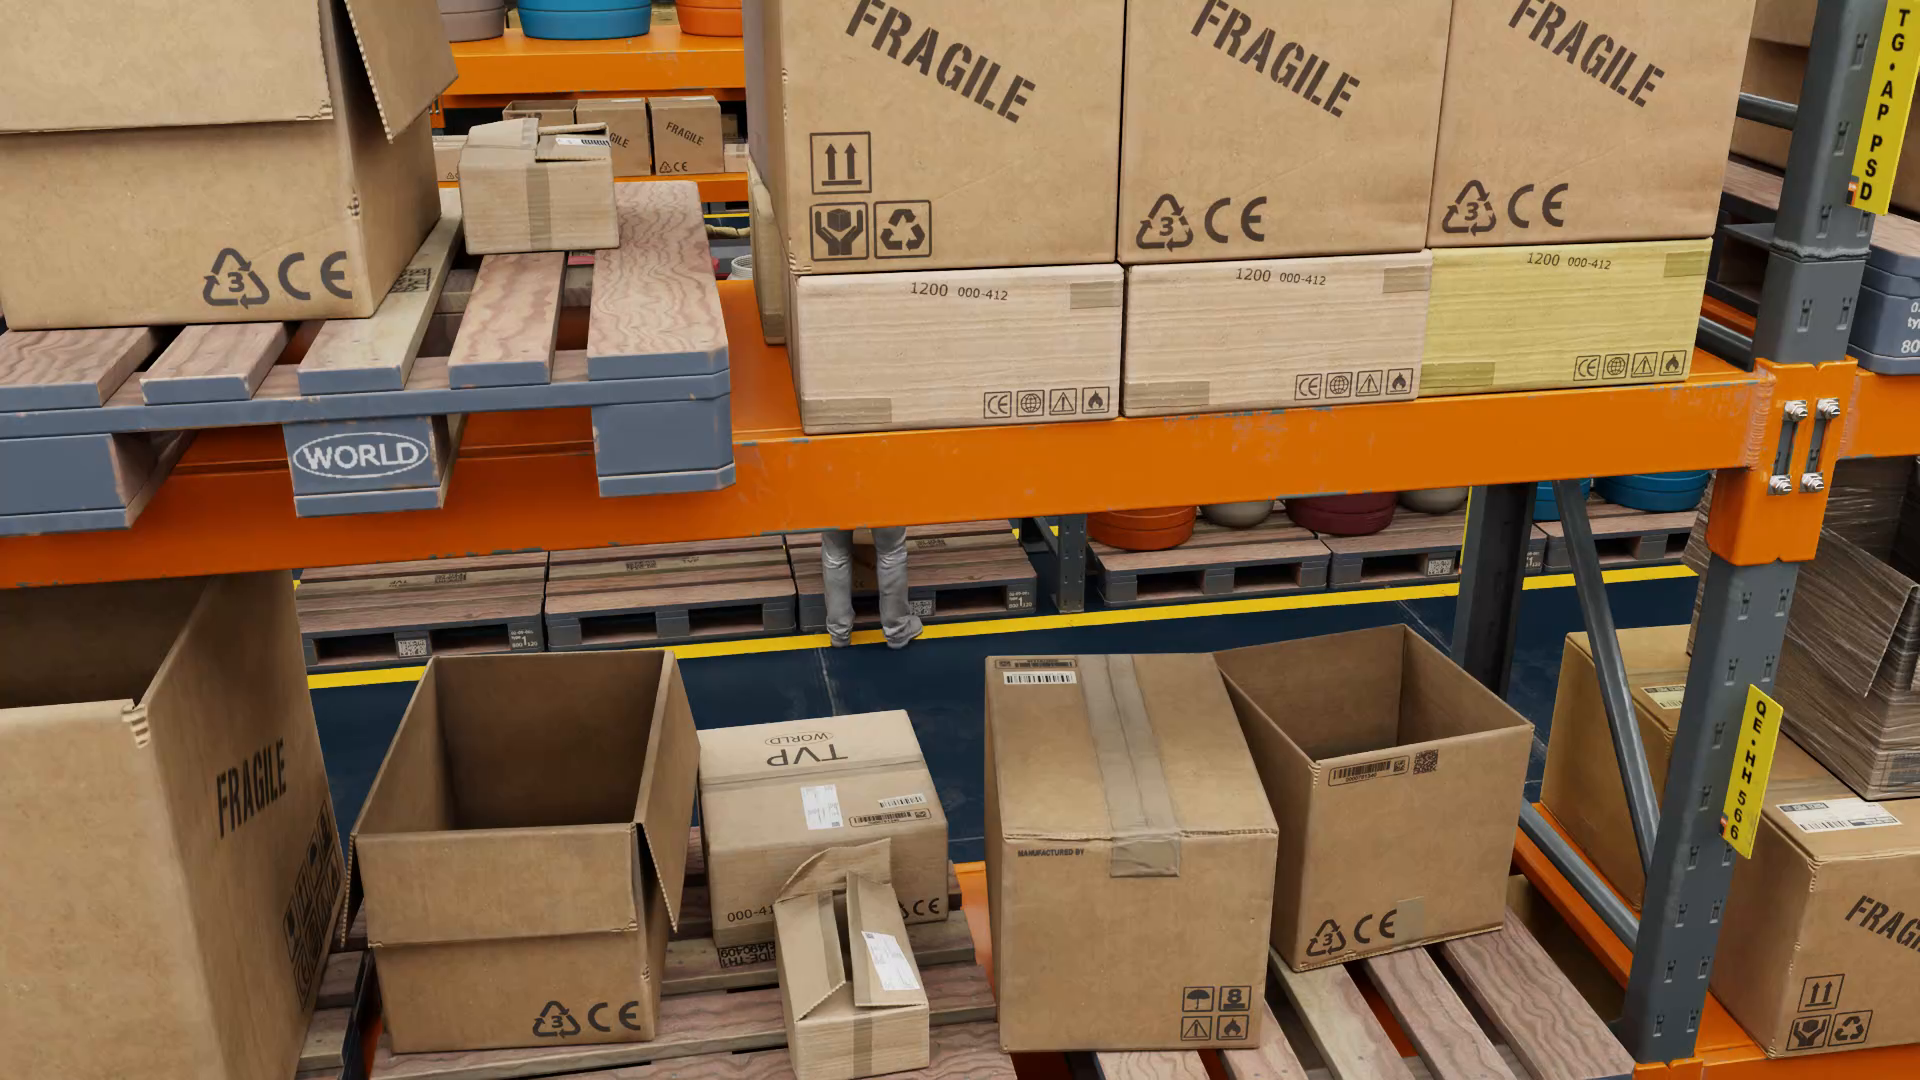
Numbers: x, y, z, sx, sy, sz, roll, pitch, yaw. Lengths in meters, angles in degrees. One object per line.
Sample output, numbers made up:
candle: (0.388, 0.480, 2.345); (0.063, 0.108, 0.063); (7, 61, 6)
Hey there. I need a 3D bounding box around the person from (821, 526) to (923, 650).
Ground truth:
person: (-0.484, -0.329, 7.830); (0.594, 1.772, 0.461); (1, 23, 3)
